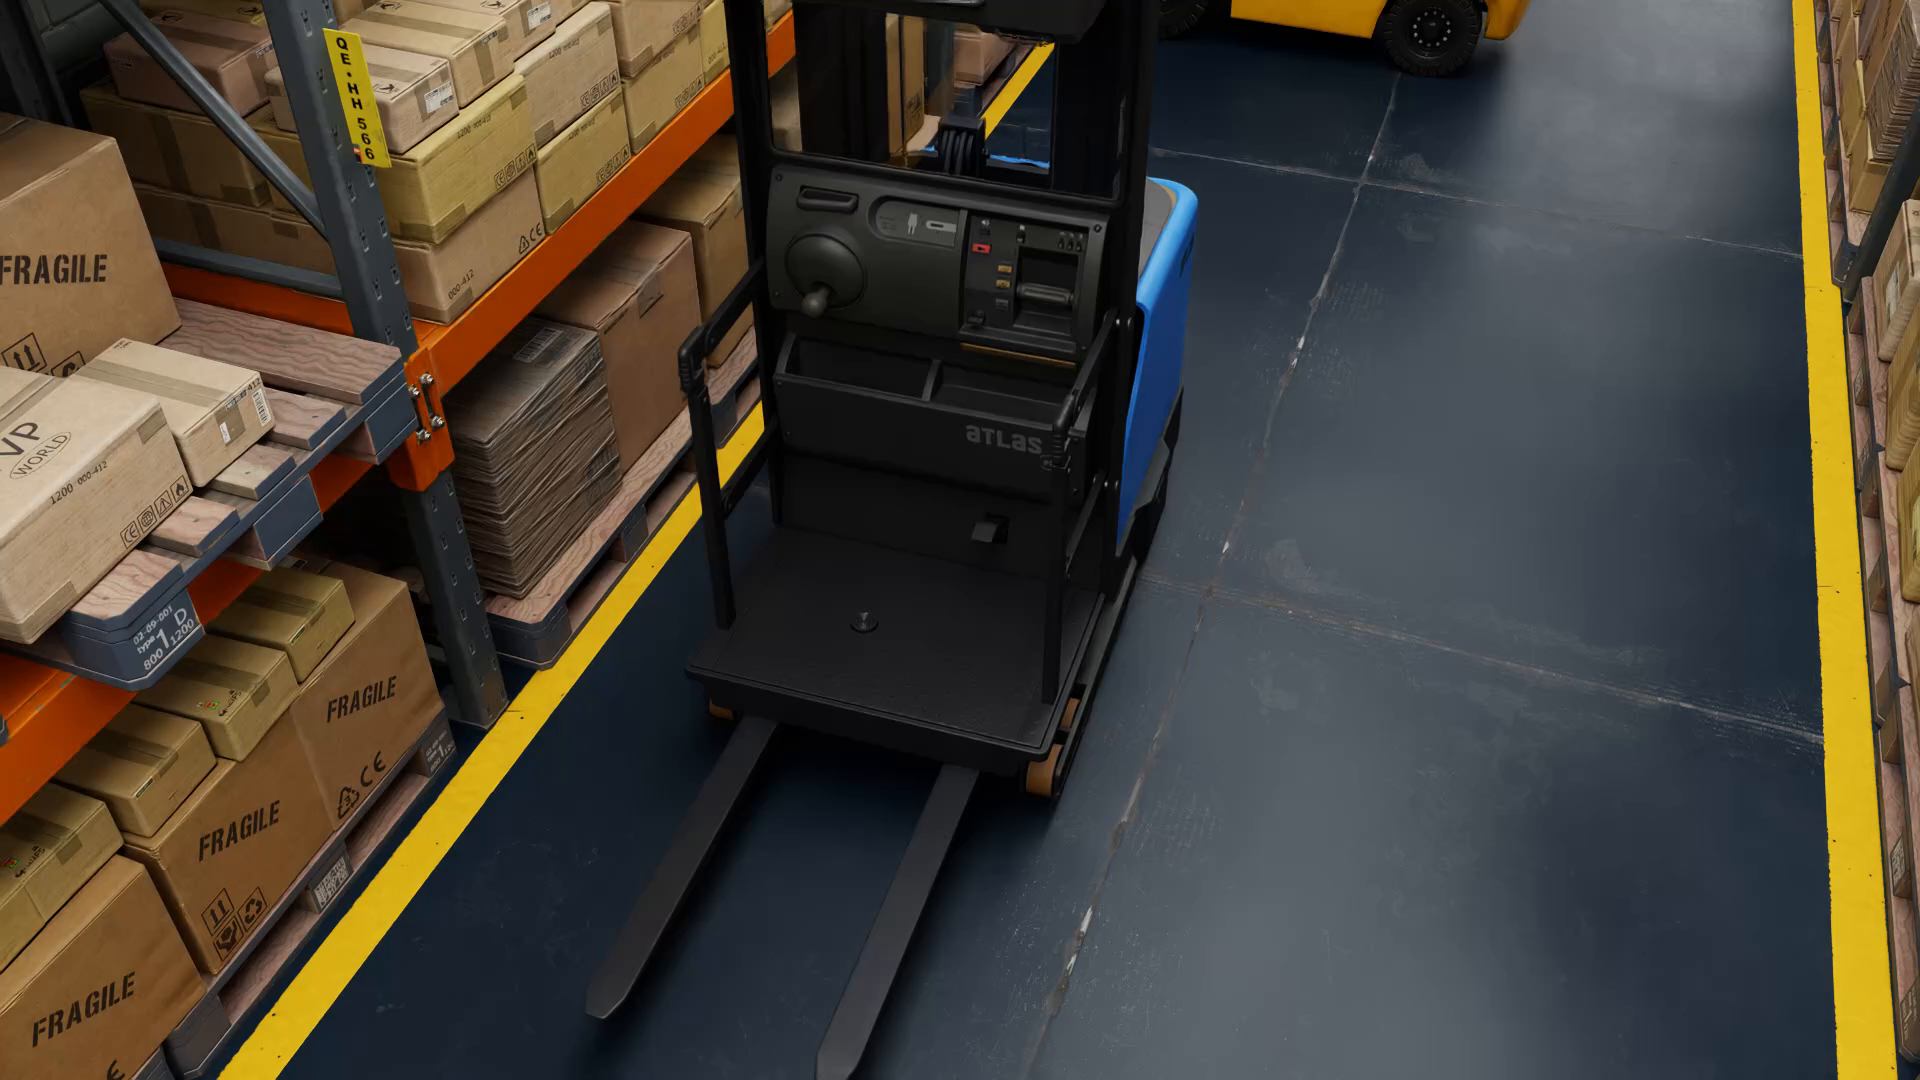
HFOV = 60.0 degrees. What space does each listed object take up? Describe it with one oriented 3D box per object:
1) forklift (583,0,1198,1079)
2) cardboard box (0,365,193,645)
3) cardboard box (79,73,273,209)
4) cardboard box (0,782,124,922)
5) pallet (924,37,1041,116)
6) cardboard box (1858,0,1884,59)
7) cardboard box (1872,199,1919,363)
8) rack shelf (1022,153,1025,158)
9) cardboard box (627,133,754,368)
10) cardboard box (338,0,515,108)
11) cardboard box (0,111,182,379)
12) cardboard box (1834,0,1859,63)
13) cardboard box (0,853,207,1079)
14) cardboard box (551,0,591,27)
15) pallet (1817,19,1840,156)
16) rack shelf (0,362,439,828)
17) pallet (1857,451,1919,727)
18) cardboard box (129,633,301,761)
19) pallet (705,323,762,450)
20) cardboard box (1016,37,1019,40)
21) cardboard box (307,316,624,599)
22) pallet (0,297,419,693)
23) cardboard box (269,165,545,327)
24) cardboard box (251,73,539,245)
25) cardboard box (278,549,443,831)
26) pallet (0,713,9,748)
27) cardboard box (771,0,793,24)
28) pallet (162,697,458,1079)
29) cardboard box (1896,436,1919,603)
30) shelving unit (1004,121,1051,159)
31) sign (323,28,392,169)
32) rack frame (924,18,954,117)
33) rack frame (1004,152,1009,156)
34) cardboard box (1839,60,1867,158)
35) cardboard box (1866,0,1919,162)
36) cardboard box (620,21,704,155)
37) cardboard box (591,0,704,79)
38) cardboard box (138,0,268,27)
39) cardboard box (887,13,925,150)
[{"bbox_3d":[-0.138,-0.660,4.266,1.130,2.935,3.031,12,42,13],"label":"forklift"},{"bbox_3d":[-1.941,-0.092,3.338,0.500,0.250,0.500,11,42,13],"label":"cardboard box"},{"bbox_3d":[-1.992,-1.173,4.544,0.500,0.250,0.500,14,42,16],"label":"cardboard box"},{"bbox_3d":[-2.144,0.673,3.753,0.380,0.149,0.250,14,43,16],"label":"cardboard box"},{"bbox_3d":[-0.205,-2.559,8.587,1.003,0.211,1.213,13,42,15],"label":"pallet"},{"bbox_3d":[4.445,-2.486,7.570,0.500,0.500,0.500,15,43,17],"label":"cardboard box"},{"bbox_3d":[3.972,-0.884,6.176,0.950,0.372,0.625,14,42,16],"label":"cardboard box"},{"bbox_3d":[0.282,-1.188,5.913,0.215,0.259,0.240,12,42,13],"label":"rack shelf"},{"bbox_3d":[-1.212,-1.149,6.292,0.875,0.625,0.625,12,42,13],"label":"cardboard box"},{"bbox_3d":[-1.408,-1.281,4.364,0.380,0.149,0.250,14,42,16],"label":"cardboard box"},{"bbox_3d":[-2.207,-0.623,3.768,0.500,0.500,0.500,15,43,17],"label":"cardboard box"},{"bbox_3d":[4.625,-2.522,8.190,0.500,0.250,0.500,16,43,18],"label":"cardboard box"},{"bbox_3d":[-2.184,1.015,3.851,0.500,0.500,0.500,15,43,17],"label":"cardboard box"},{"bbox_3d":[-1.267,-1.606,4.744,0.380,0.149,0.250,14,42,16],"label":"cardboard box"},{"bbox_3d":[4.761,-2.148,8.105,1.003,0.211,1.213,13,42,15],"label":"pallet"},{"bbox_3d":[-2.568,0.789,3.068,1.077,0.370,4.000,13,42,15],"label":"rack shelf"},{"bbox_3d":[3.469,0.238,5.308,1.003,0.211,1.213,13,42,15],"label":"pallet"},{"bbox_3d":[-1.879,0.371,4.107,0.380,0.149,0.250,11,42,13],"label":"cardboard box"},{"bbox_3d":[-1.147,-0.879,6.617,1.003,0.211,1.213,13,42,15],"label":"pallet"},{"bbox_3d":[0.119,-2.793,8.507,0.500,0.250,0.500,12,42,14],"label":"cardboard box"},{"bbox_3d":[-1.658,-0.338,5.341,0.875,0.625,0.625,15,43,16],"label":"cardboard box"},{"bbox_3d":[-2.050,-0.202,3.824,1.213,0.211,1.003,13,42,15],"label":"pallet"},{"bbox_3d":[-1.503,-0.864,4.567,0.500,0.250,0.500,13,42,15],"label":"cardboard box"},{"bbox_3d":[-1.479,-1.048,4.398,0.500,0.250,0.500,13,42,15],"label":"cardboard box"},{"bbox_3d":[-1.827,0.392,4.581,0.500,0.500,0.500,14,43,16],"label":"cardboard box"},{"bbox_3d":[-2.545,0.556,2.935,1.003,0.211,1.213,13,42,15],"label":"pallet"},{"bbox_3d":[-0.808,-2.118,6.037,0.500,0.250,0.500,14,42,15],"label":"cardboard box"},{"bbox_3d":[-2.175,0.803,4.646,1.003,0.211,1.213,13,42,15],"label":"pallet"},{"bbox_3d":[3.494,-0.021,5.164,0.950,0.372,0.625,15,43,17],"label":"cardboard box"},{"bbox_3d":[0.282,-0.980,6.090,0.215,1.050,0.252,12,42,13],"label":"shelving unit"},{"bbox_3d":[-1.371,-1.000,3.780,0.100,0.325,0.005,13,42,15],"label":"sign"},{"bbox_3d":[-0.516,-3.144,7.124,1.000,3.000,0.127,13,42,15],"label":"rack frame"},{"bbox_3d":[0.245,-0.905,6.002,0.200,1.050,0.008,12,42,13],"label":"rack frame"},{"bbox_3d":[4.272,-1.906,7.467,0.500,0.250,0.500,12,42,14],"label":"cardboard box"},{"bbox_3d":[4.100,-1.864,6.841,0.500,0.500,0.500,13,42,14],"label":"cardboard box"},{"bbox_3d":[-1.157,-1.485,5.295,0.500,0.250,0.500,12,42,14],"label":"cardboard box"},{"bbox_3d":[-1.135,-1.674,5.132,0.500,0.250,0.500,12,42,14],"label":"cardboard box"},{"bbox_3d":[-1.979,-1.417,4.523,0.380,0.149,0.250,14,43,16],"label":"cardboard box"},{"bbox_3d":[-0.684,-2.080,7.383,0.875,0.625,0.625,15,43,17],"label":"cardboard box"}]
